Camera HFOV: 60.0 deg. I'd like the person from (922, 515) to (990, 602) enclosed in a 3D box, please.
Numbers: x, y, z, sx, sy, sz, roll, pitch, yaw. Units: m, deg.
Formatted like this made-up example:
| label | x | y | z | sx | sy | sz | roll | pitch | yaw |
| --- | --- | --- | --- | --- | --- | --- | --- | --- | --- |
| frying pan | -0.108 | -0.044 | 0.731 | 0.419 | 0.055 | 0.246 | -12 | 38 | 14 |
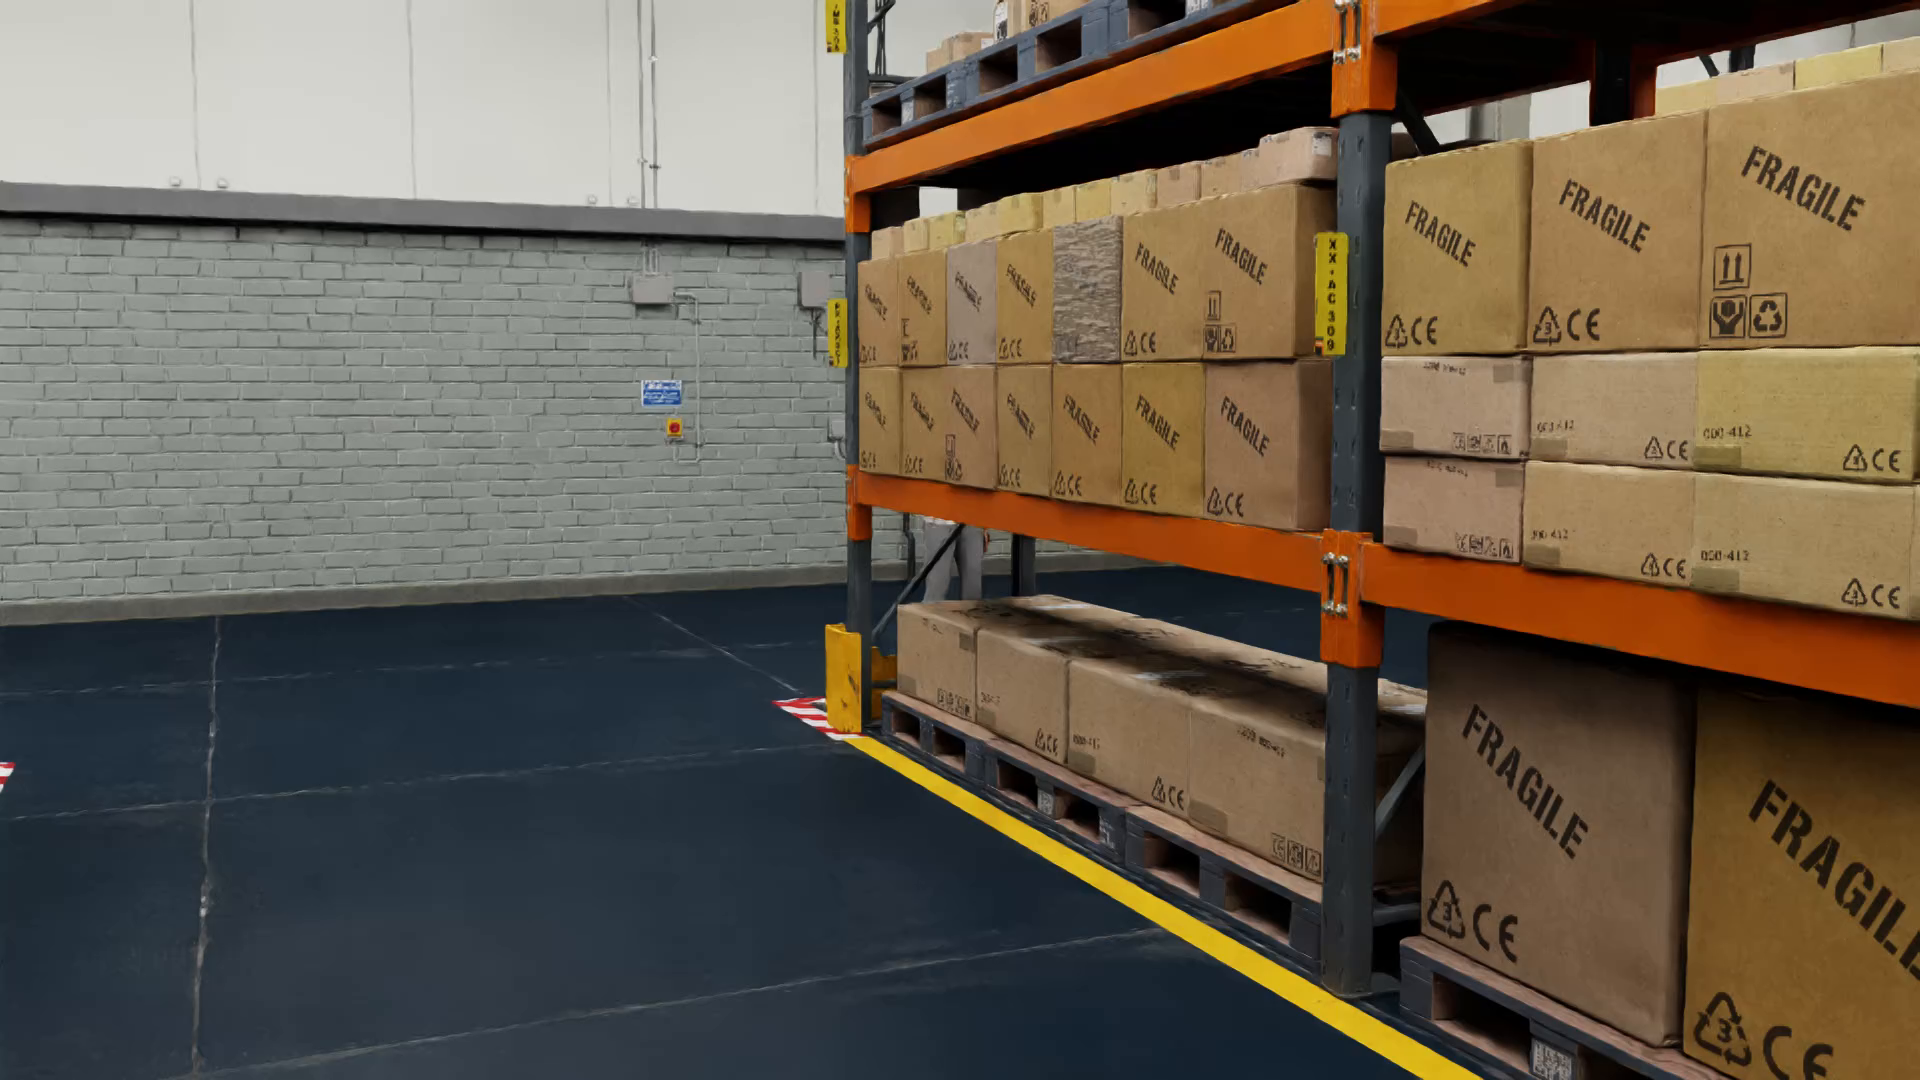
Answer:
| label | x | y | z | sx | sy | sz | roll | pitch | yaw |
| --- | --- | --- | --- | --- | --- | --- | --- | --- | --- |
| person | -0.022 | -0.067 | 10.256 | 0.438 | 1.658 | 0.340 | -2 | 6 | -23 |
